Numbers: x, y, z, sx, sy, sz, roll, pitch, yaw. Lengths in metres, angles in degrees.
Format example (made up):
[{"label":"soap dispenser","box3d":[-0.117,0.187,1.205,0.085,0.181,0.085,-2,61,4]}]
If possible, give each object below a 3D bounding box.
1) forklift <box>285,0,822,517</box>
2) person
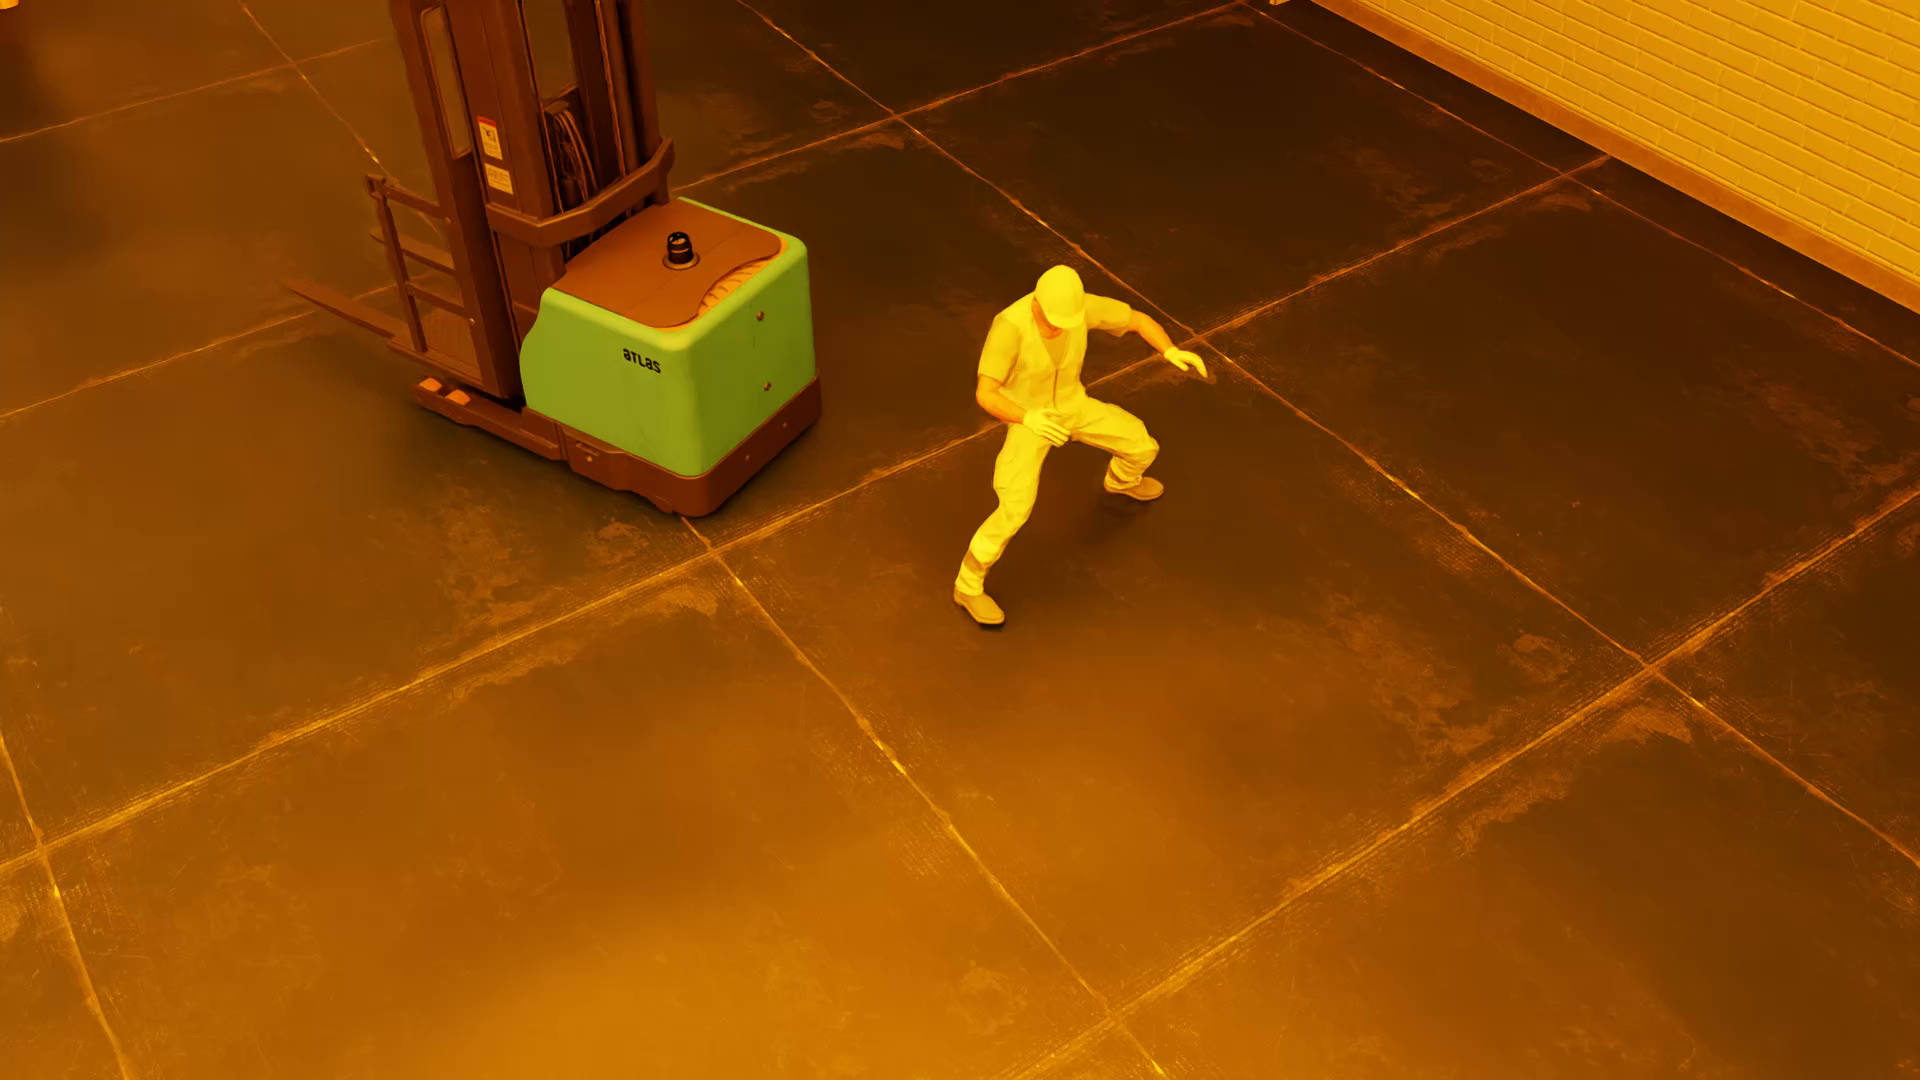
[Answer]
[{"label":"forklift","box3d":[-2.225,-1.955,7.837,3.031,2.935,1.130,23,47,23]},{"label":"person","box3d":[0.485,-0.527,7.310,1.228,1.547,0.691,-18,45,-18]}]
